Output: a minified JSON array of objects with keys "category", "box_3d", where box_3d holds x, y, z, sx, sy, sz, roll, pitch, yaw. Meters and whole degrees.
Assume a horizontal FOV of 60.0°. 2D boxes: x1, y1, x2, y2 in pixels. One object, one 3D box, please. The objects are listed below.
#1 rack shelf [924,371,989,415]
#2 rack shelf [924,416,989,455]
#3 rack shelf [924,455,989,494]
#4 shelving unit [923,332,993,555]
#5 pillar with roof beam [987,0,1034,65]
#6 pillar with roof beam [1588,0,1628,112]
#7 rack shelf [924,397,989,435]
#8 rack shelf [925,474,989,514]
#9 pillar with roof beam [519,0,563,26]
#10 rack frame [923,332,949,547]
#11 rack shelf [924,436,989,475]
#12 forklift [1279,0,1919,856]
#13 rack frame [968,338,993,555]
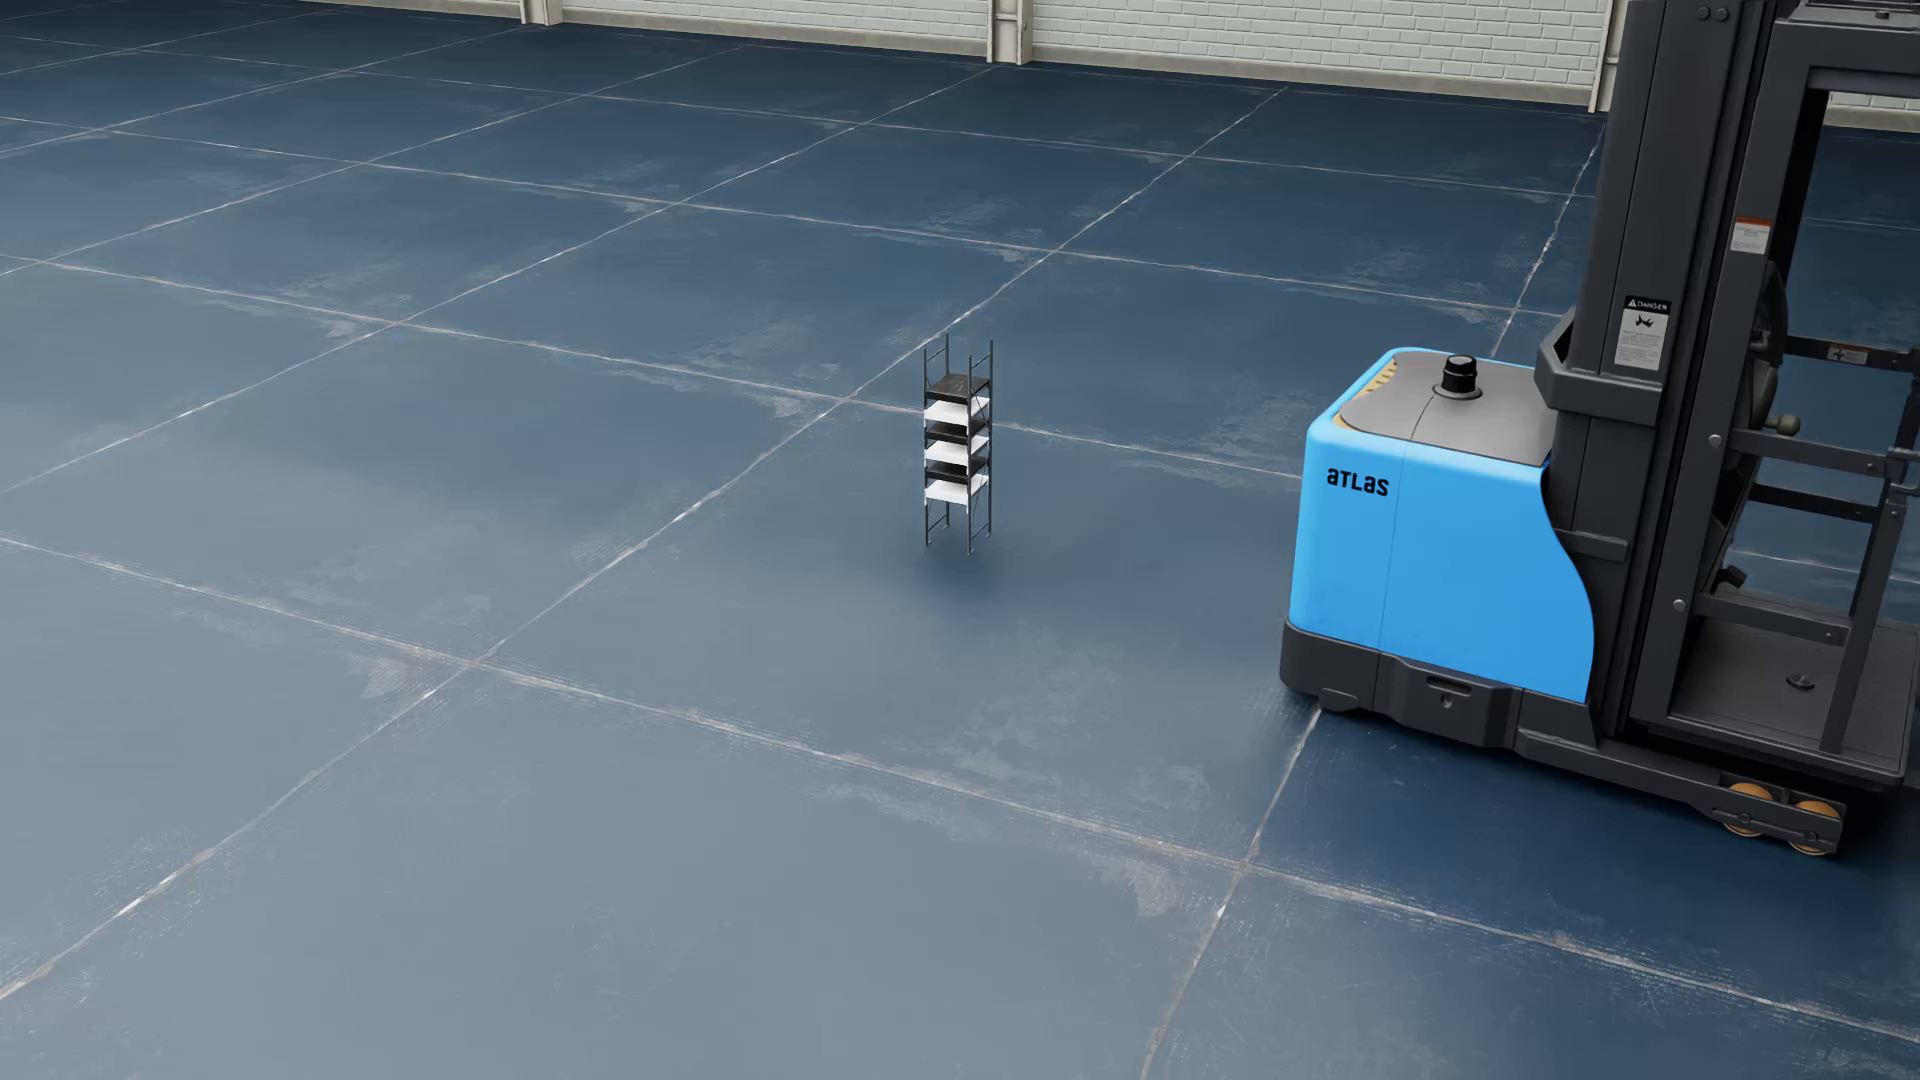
[{"category":"rack shelf","box_3d":[-0.007,-0.618,6.950,0.200,0.077,0.258,11,28,22]},{"category":"rack shelf","box_3d":[-0.007,-0.456,7.029,0.200,0.077,0.258,11,28,22]},{"category":"rack shelf","box_3d":[-0.007,-0.295,7.109,0.200,0.077,0.258,11,28,22]},{"category":"shelving unit","box_3d":[-0.007,-0.405,7.054,0.210,0.900,0.258,11,28,22]},{"category":"pillar with roof beam","box_3d":[-1.260,-7.342,11.974,0.400,9.000,9.100,11,28,22]},{"category":"pillar with roof beam","box_3d":[4.202,-6.245,9.746,0.400,9.000,9.100,11,28,22]},{"category":"rack shelf","box_3d":[-0.007,-0.537,6.989,0.200,0.077,0.258,11,28,22]},{"category":"rack shelf","box_3d":[-0.007,-0.214,7.148,0.200,0.077,0.258,11,28,22]},{"category":"pillar with roof beam","box_3d":[-6.722,-8.439,14.203,0.400,9.000,9.100,11,28,22]},{"category":"rack frame","box_3d":[-0.100,-0.424,7.092,0.006,0.900,0.240,11,28,22]},{"category":"rack shelf","box_3d":[-0.007,-0.375,7.069,0.200,0.077,0.258,11,28,22]},{"category":"forklift","box_3d":[2.697,-0.592,5.134,3.031,2.935,1.130,15,30,27]},{"category":"rack frame","box_3d":[0.085,-0.387,7.017,0.006,0.900,0.240,11,28,22]}]
